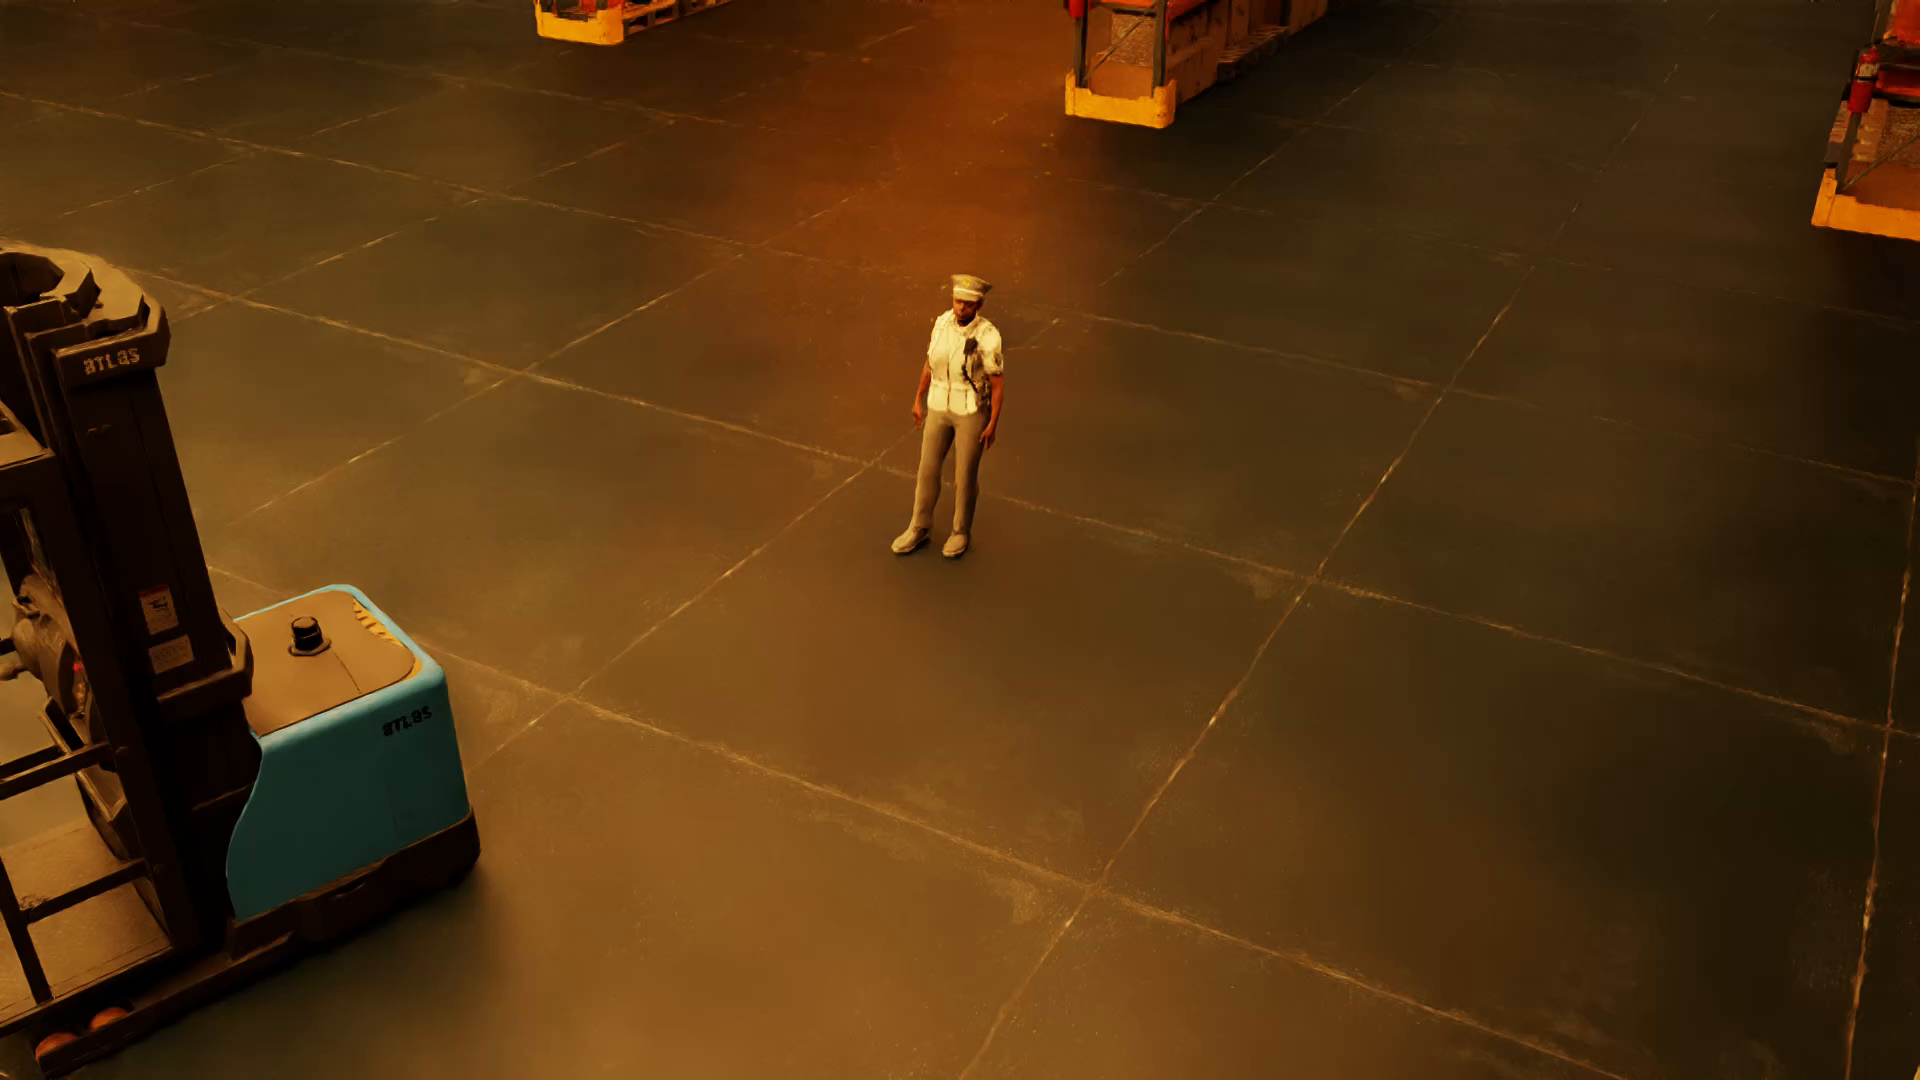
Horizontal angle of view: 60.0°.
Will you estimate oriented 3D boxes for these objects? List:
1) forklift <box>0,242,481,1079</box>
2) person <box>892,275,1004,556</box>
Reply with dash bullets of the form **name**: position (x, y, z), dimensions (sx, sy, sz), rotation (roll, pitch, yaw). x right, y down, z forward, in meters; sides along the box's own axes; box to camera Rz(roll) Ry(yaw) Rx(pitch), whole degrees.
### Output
- **forklift**: position (-3.586, 0.501, 6.202), dimensions (3.031, 2.935, 1.130), rotation (-24, 37, -35)
- **person**: position (-0.053, -0.712, 9.527), dimensions (0.570, 1.693, 0.529), rotation (15, 33, 25)
